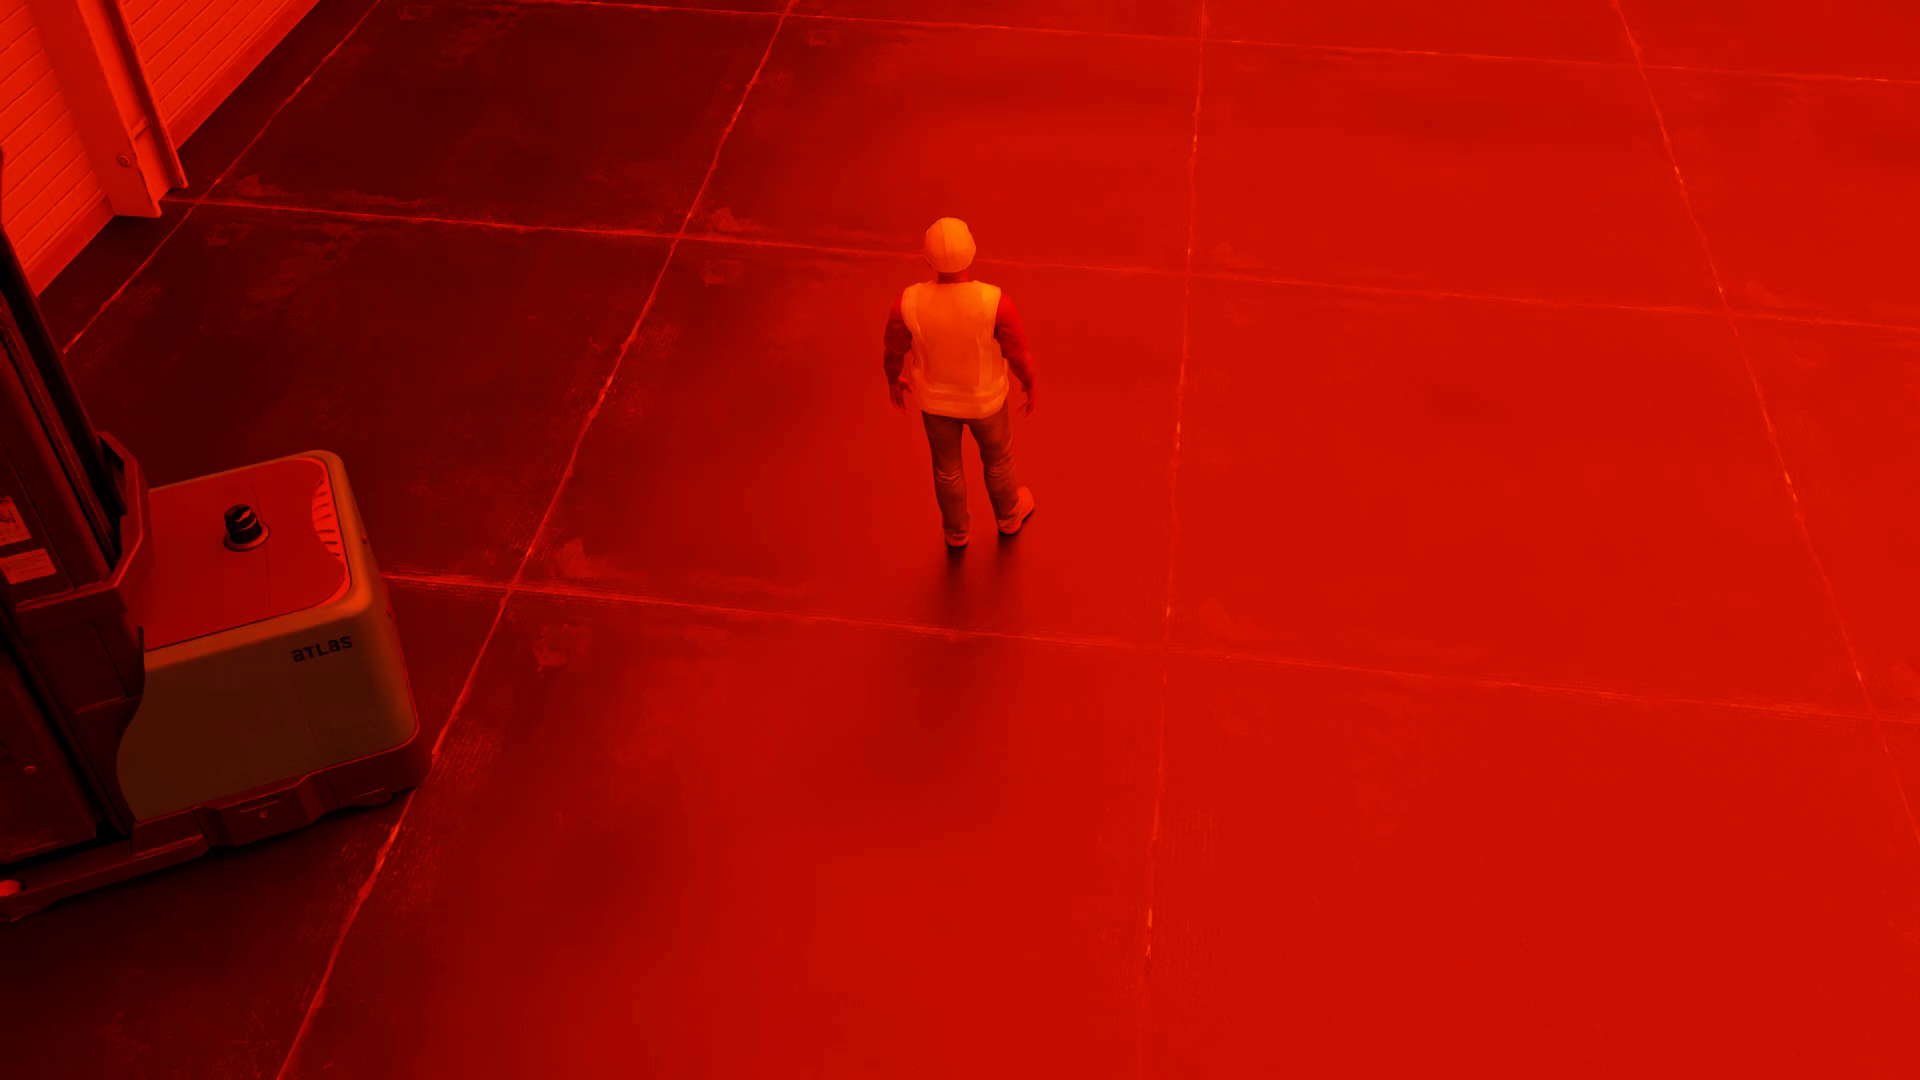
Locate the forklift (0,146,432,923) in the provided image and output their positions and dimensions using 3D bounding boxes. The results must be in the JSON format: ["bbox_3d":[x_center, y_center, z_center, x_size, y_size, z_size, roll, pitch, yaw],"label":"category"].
[{"bbox_3d":[-3.719,0.013,5.710,3.031,2.935,1.130,-16,45,-17],"label":"forklift"}]

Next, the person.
[{"bbox_3d":[0.014,-0.702,7.339,0.666,1.768,0.575,5,43,6],"label":"person"}]
